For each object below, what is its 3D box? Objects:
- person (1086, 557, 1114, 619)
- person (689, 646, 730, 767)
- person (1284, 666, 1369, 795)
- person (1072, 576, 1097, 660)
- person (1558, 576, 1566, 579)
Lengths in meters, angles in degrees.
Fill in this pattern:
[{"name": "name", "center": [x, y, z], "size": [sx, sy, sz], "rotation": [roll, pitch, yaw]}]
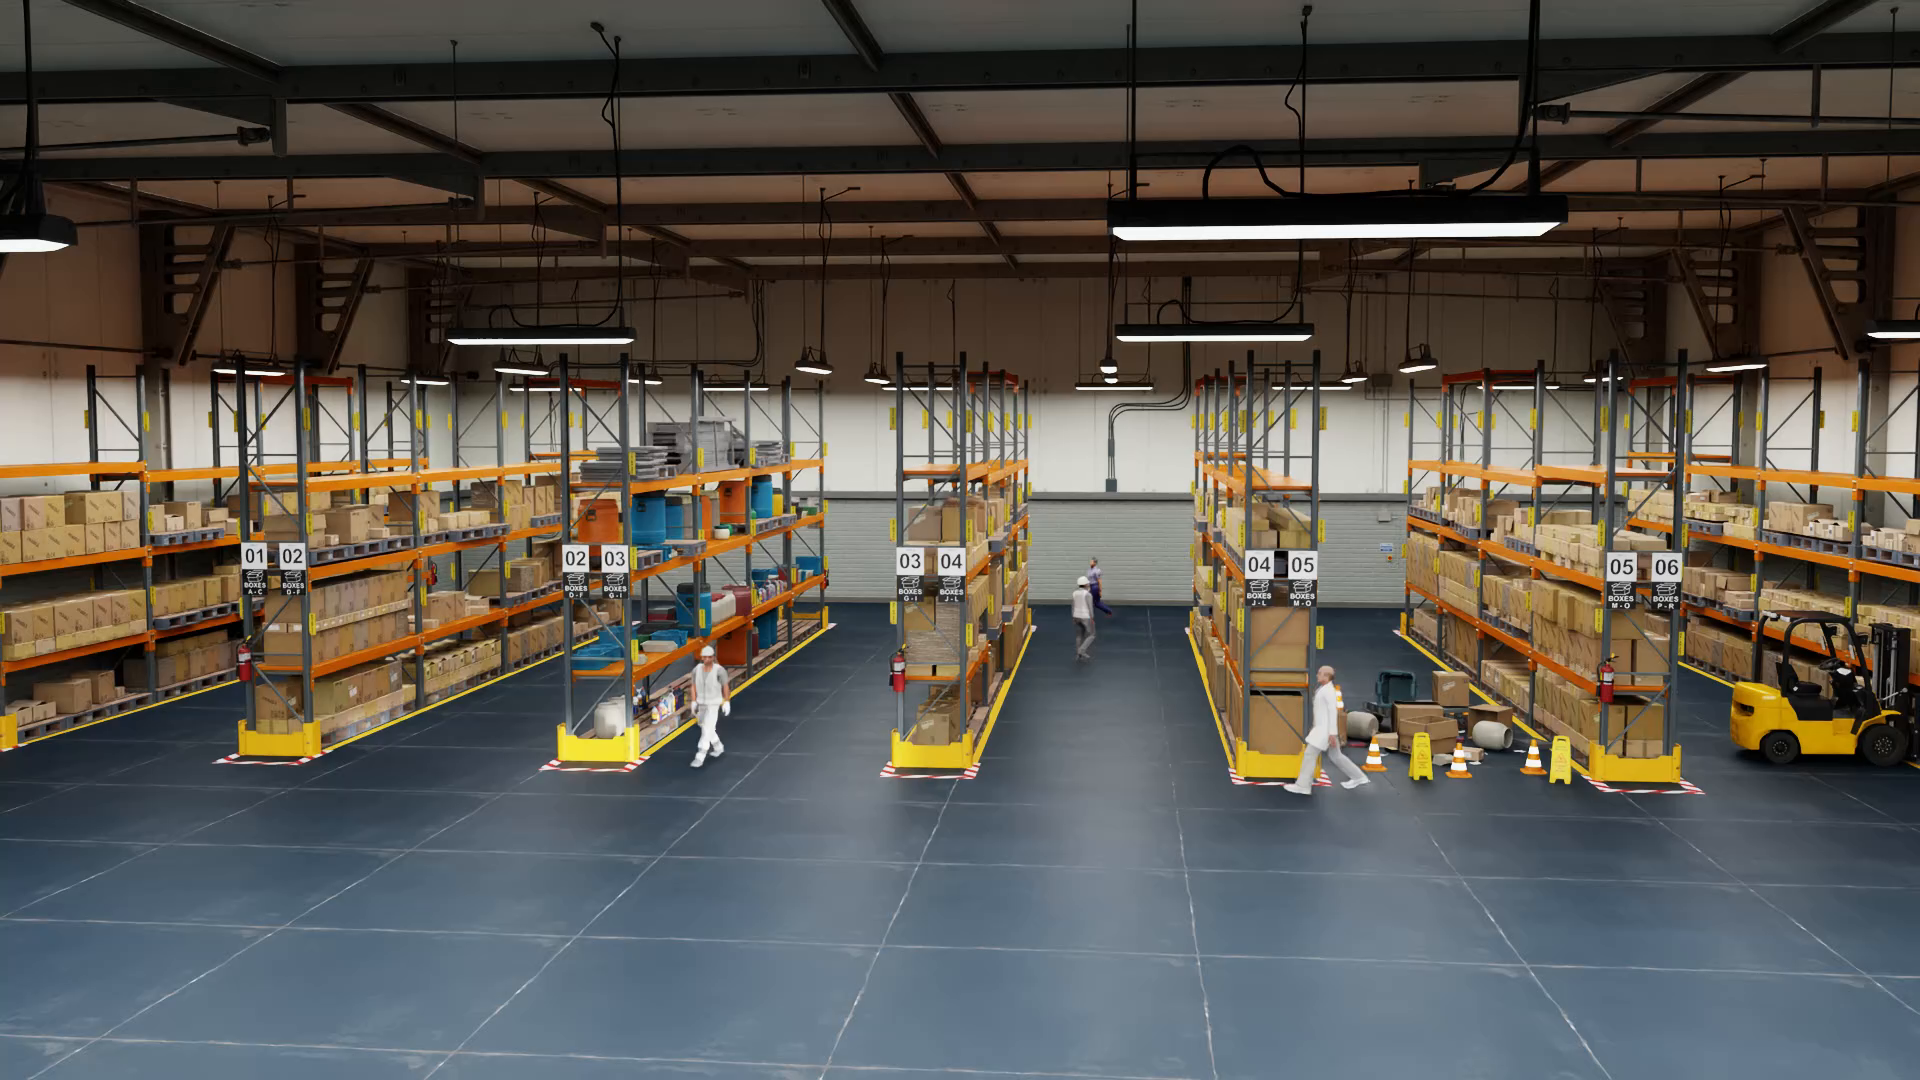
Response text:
[{"name": "person", "center": [3.413, 1.233, 41.572], "size": [0.916, 1.606, 0.471], "rotation": [0, 4, -1]}, {"name": "person", "center": [-3.708, 2.409, 24.344], "size": [0.523, 1.722, 1.035], "rotation": [2, 4, 21]}, {"name": "person", "center": [4.925, 2.544, 22.302], "size": [1.144, 1.731, 0.577], "rotation": [0, 4, 6]}, {"name": "person", "center": [2.548, 1.639, 34.767], "size": [0.459, 1.774, 0.552], "rotation": [-4, 6, -43]}, {"name": "person", "center": [13.821, 1.495, 38.052], "size": [0.682, 1.669, 0.459], "rotation": [3, 5, 36]}]
